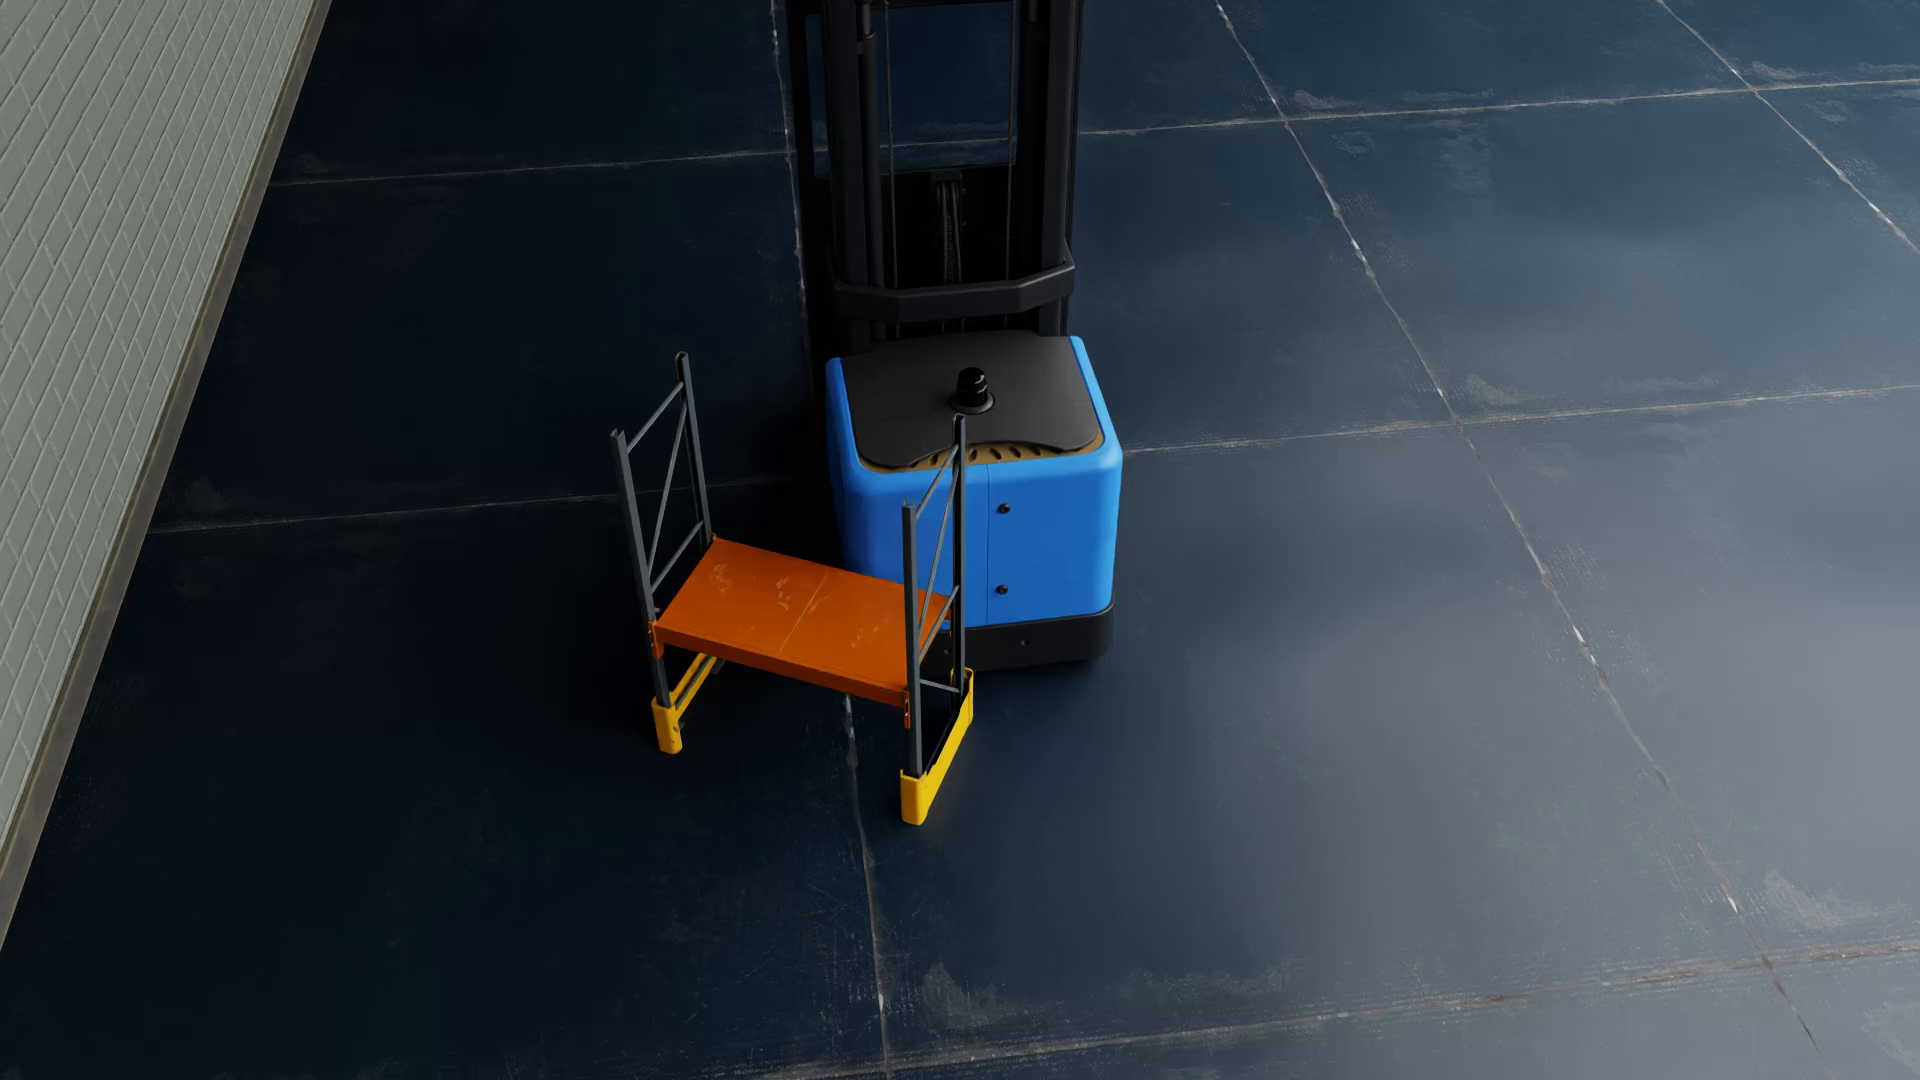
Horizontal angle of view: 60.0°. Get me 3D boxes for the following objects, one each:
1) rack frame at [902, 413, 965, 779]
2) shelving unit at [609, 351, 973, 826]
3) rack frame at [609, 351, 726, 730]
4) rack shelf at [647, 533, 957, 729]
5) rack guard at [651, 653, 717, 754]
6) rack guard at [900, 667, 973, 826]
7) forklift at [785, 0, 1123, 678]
[{"bbox_3d":[-0.081,0.299,5.799,0.032,1.500,0.500,14,44,15],"label":"rack frame"},{"bbox_3d":[-0.551,0.185,5.926,1.083,1.500,0.587,14,44,15],"label":"shelving unit"},{"bbox_3d":[-1.037,0.066,6.057,0.032,1.500,0.500,14,44,15],"label":"rack frame"},{"bbox_3d":[-0.559,0.316,6.048,1.000,0.185,0.538,14,44,15],"label":"rack shelf"},{"bbox_3d":[-1.019,0.535,6.471,0.087,0.250,0.587,14,44,15],"label":"rack guard"},{"bbox_3d":[-0.083,0.763,6.218,0.087,0.250,0.587,14,44,15],"label":"rack guard"},{"bbox_3d":[-0.129,-1.521,6.748,1.130,2.935,3.031,-6,42,-7],"label":"forklift"}]
